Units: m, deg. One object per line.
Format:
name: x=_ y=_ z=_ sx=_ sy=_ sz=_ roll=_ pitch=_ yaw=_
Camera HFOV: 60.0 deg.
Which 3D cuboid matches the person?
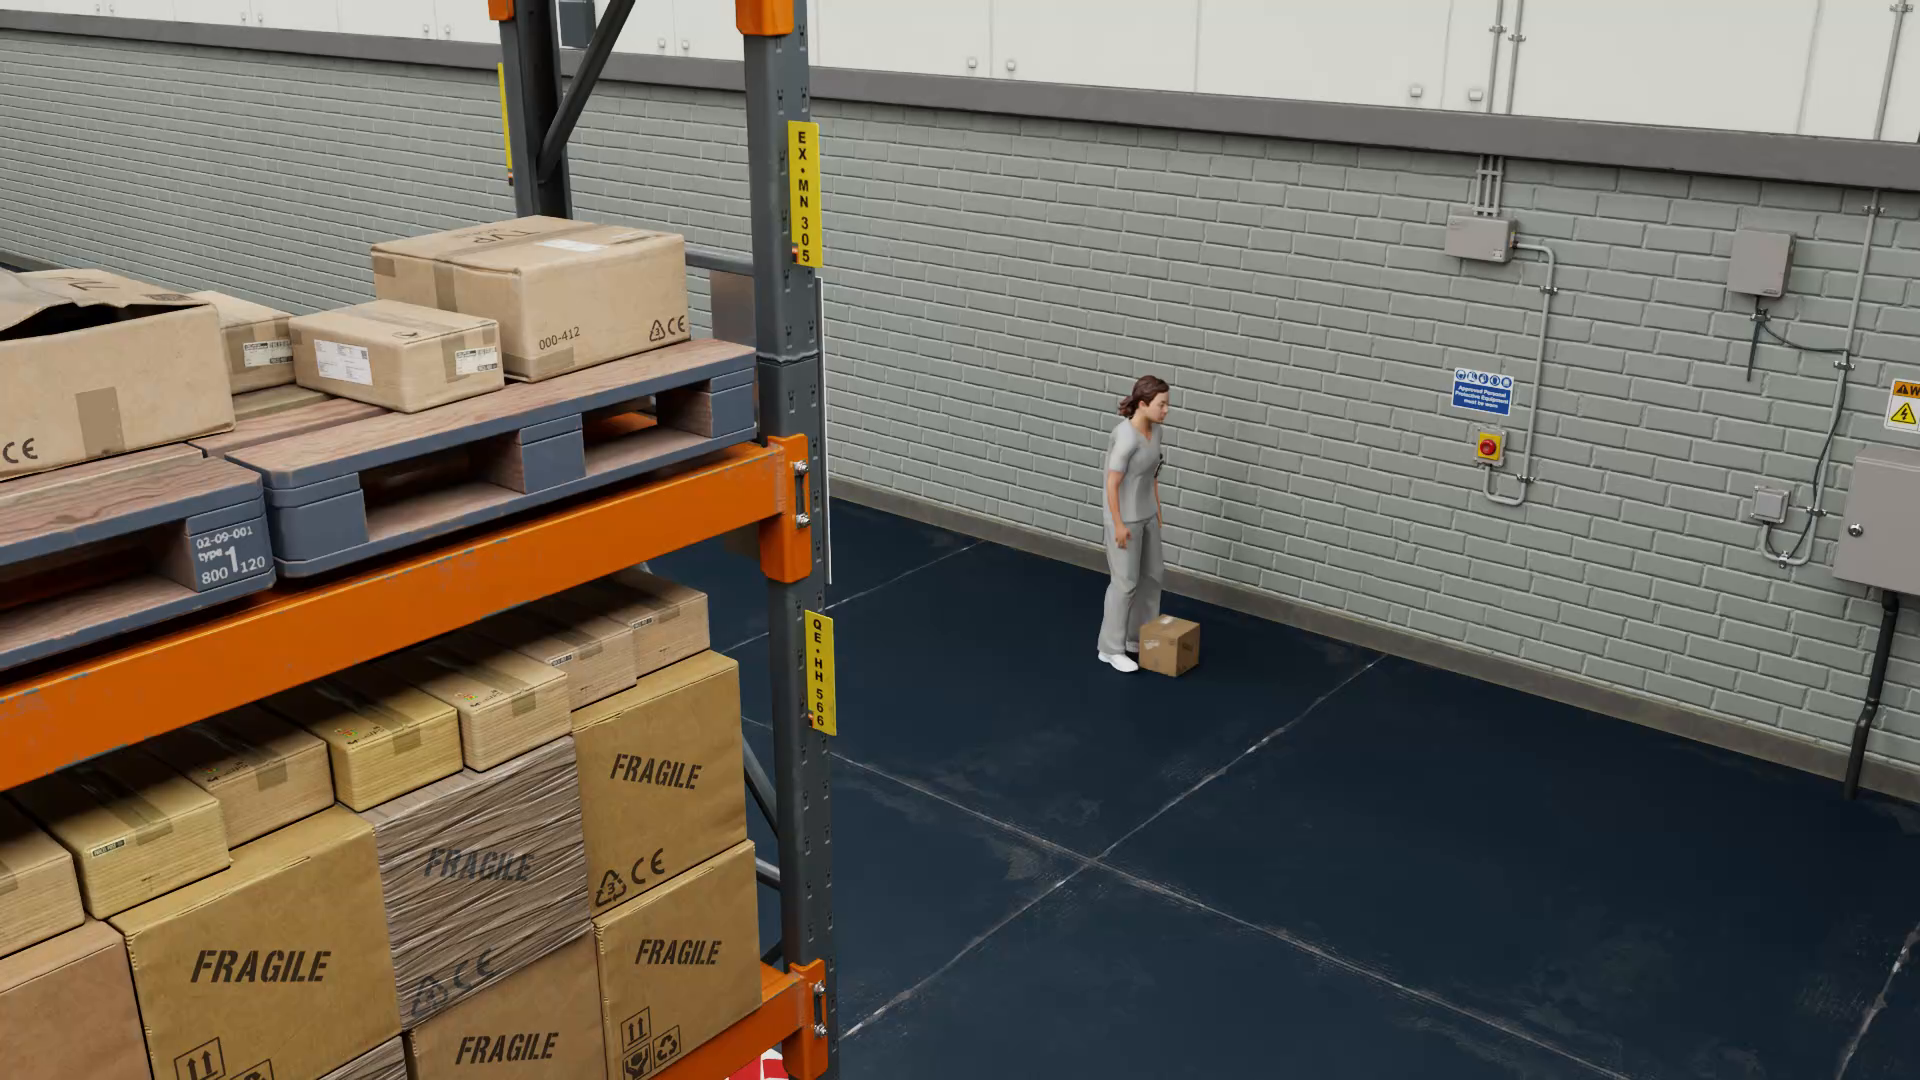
person: x=1.015 y=-0.111 z=9.379 sx=0.415 sy=1.672 sz=0.494 roll=15 pitch=25 yaw=34
